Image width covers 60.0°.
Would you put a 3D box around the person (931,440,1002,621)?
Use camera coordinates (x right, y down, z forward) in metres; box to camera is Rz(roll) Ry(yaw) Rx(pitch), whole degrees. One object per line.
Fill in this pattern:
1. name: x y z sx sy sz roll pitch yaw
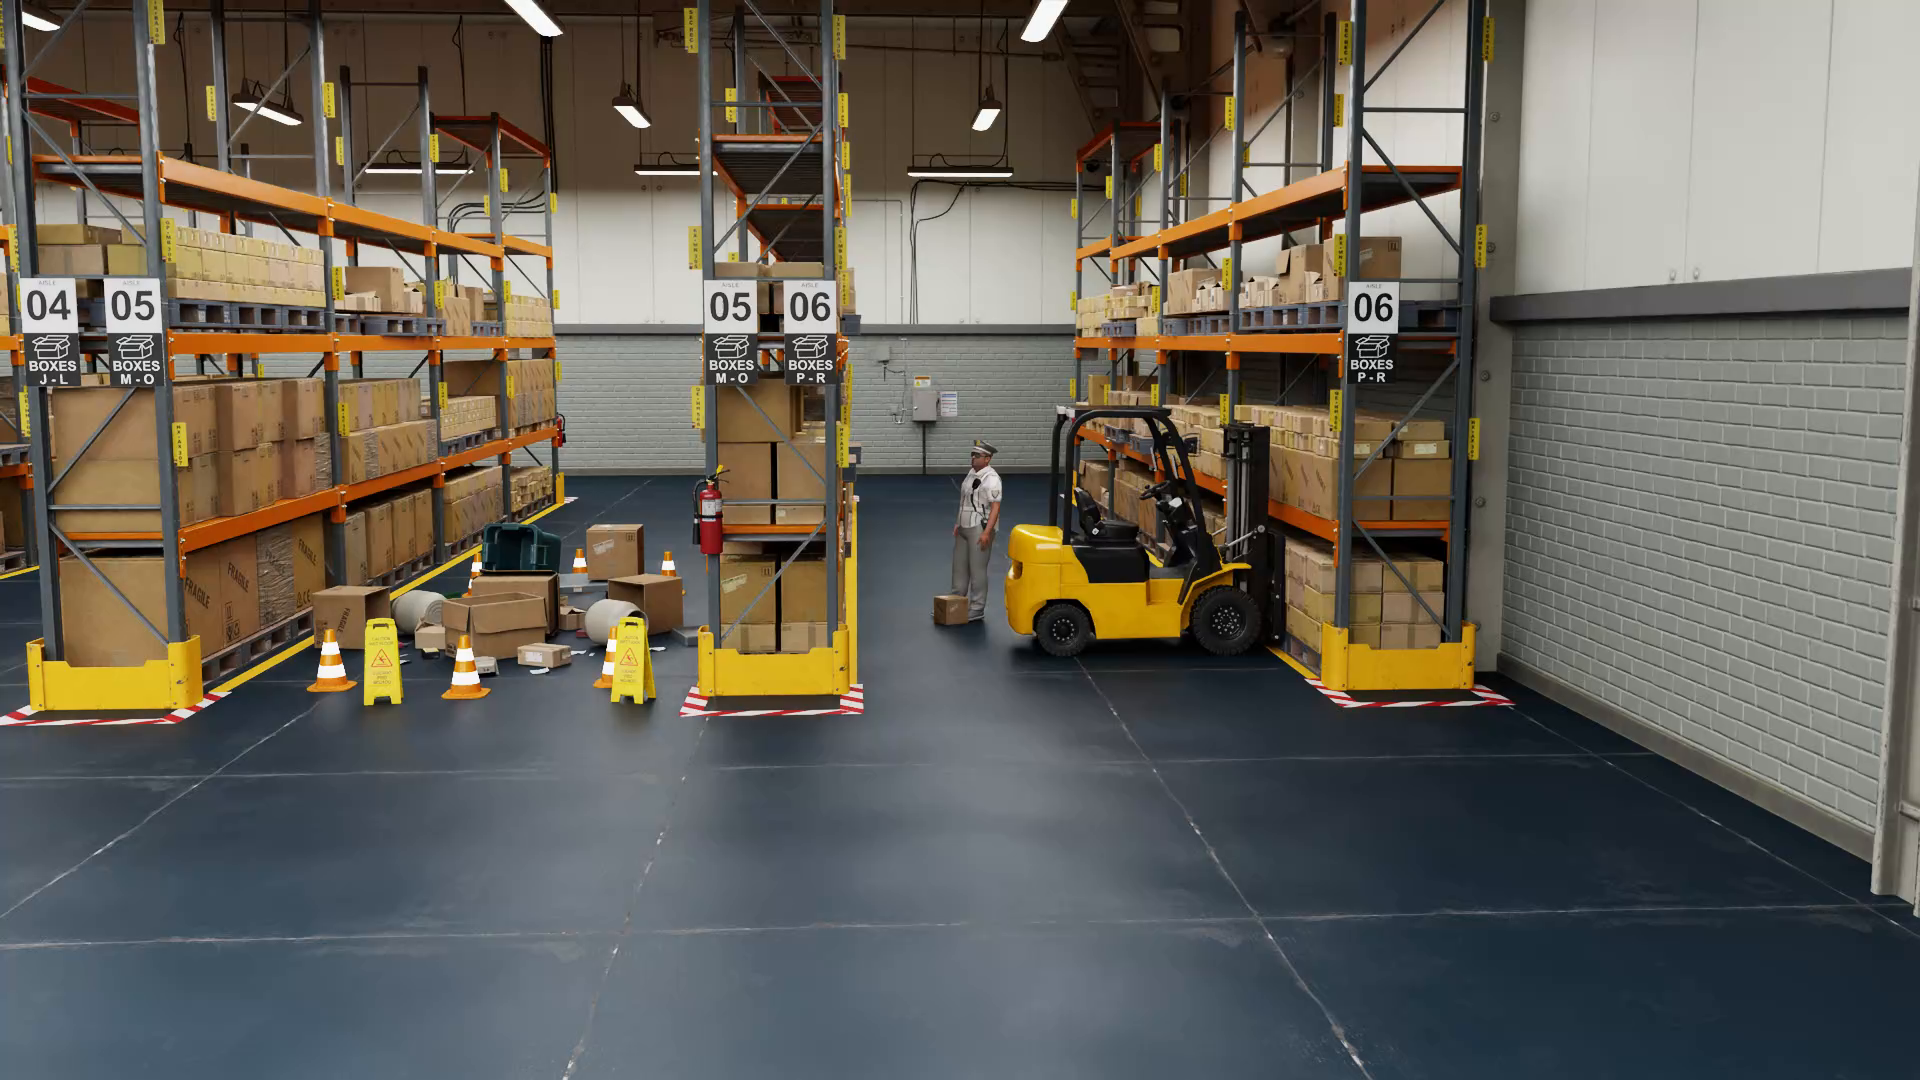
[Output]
1. person: 0.085 -0.100 16.350 0.575 1.780 0.640 -4 8 -28
